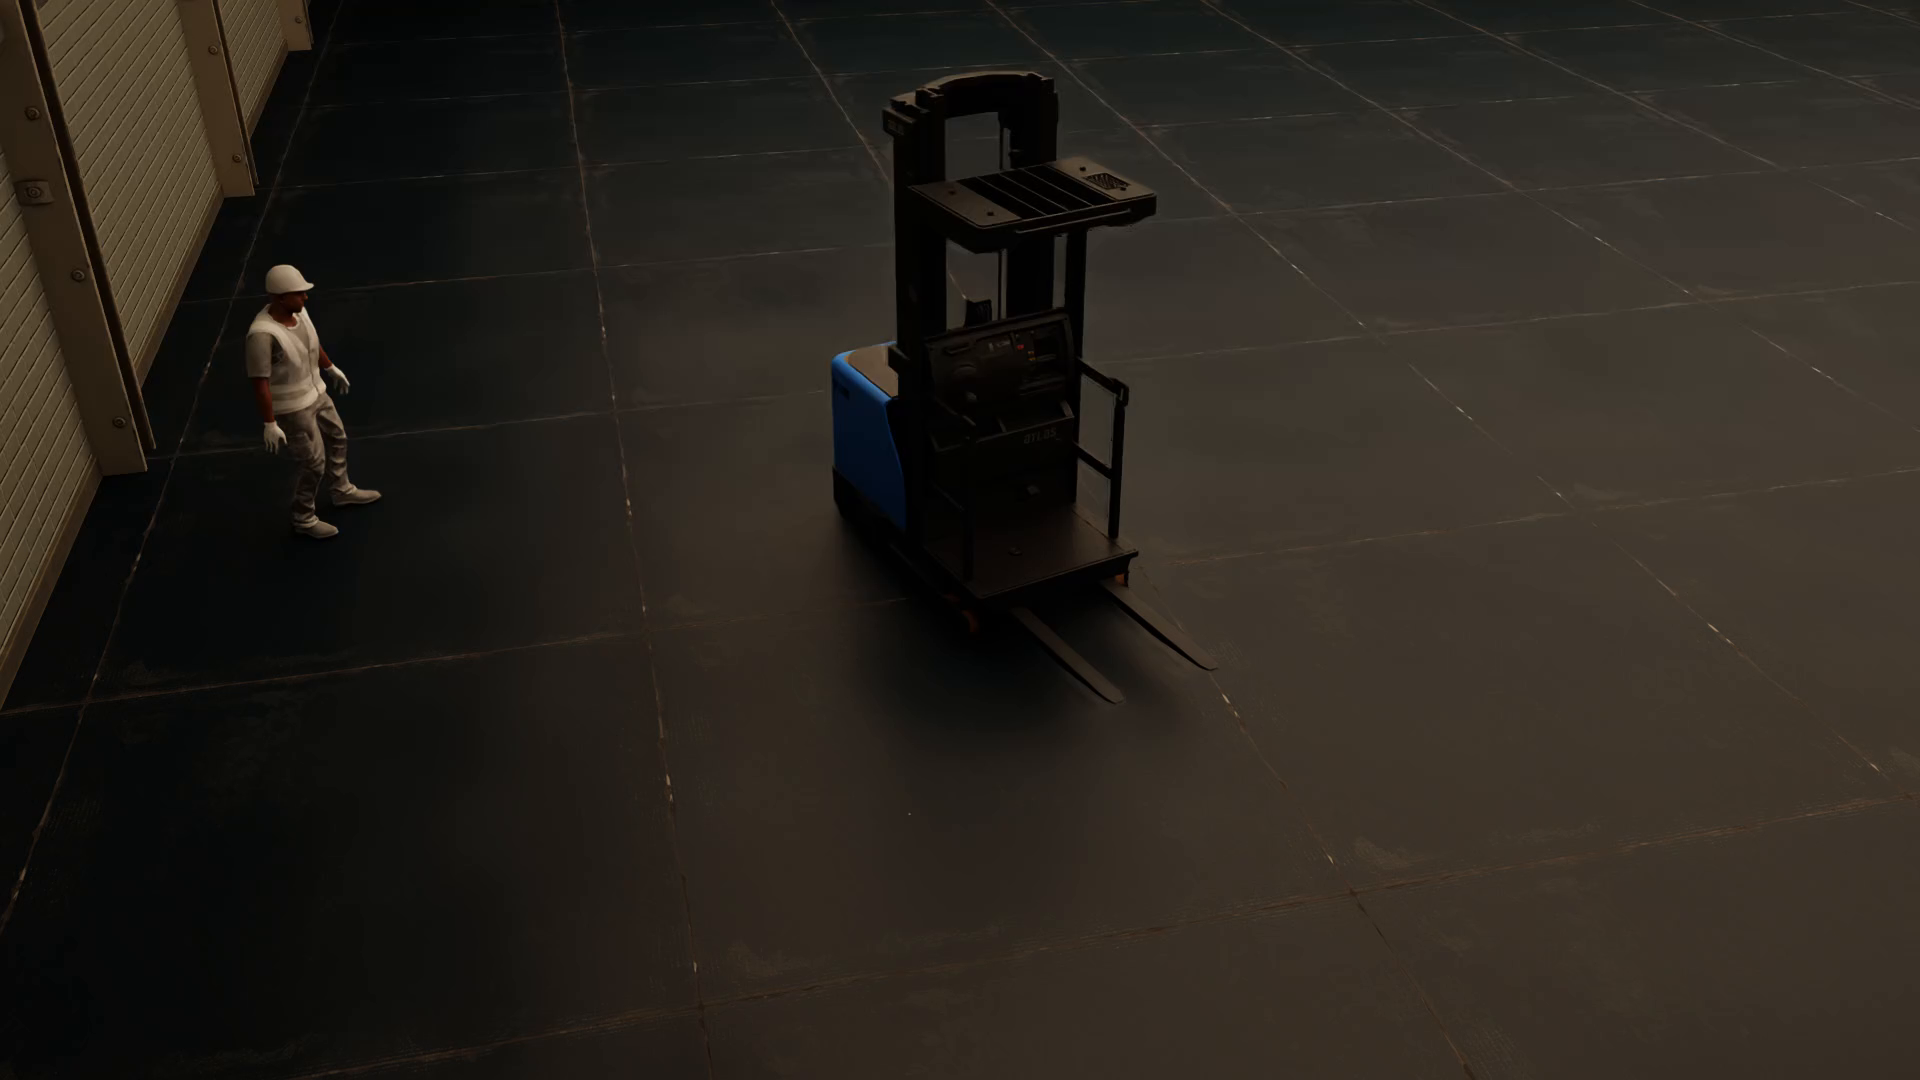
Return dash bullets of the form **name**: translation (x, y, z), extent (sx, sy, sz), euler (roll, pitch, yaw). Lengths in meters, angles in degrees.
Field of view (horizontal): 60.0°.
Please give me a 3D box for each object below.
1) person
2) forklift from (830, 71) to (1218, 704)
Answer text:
- **person**: translation (-4.041, -0.859, 10.235), extent (0.417, 1.755, 0.811), euler (2, 30, 3)
- **forklift**: translation (0.342, -0.972, 9.254), extent (1.130, 2.935, 3.031), euler (-16, 34, -25)
